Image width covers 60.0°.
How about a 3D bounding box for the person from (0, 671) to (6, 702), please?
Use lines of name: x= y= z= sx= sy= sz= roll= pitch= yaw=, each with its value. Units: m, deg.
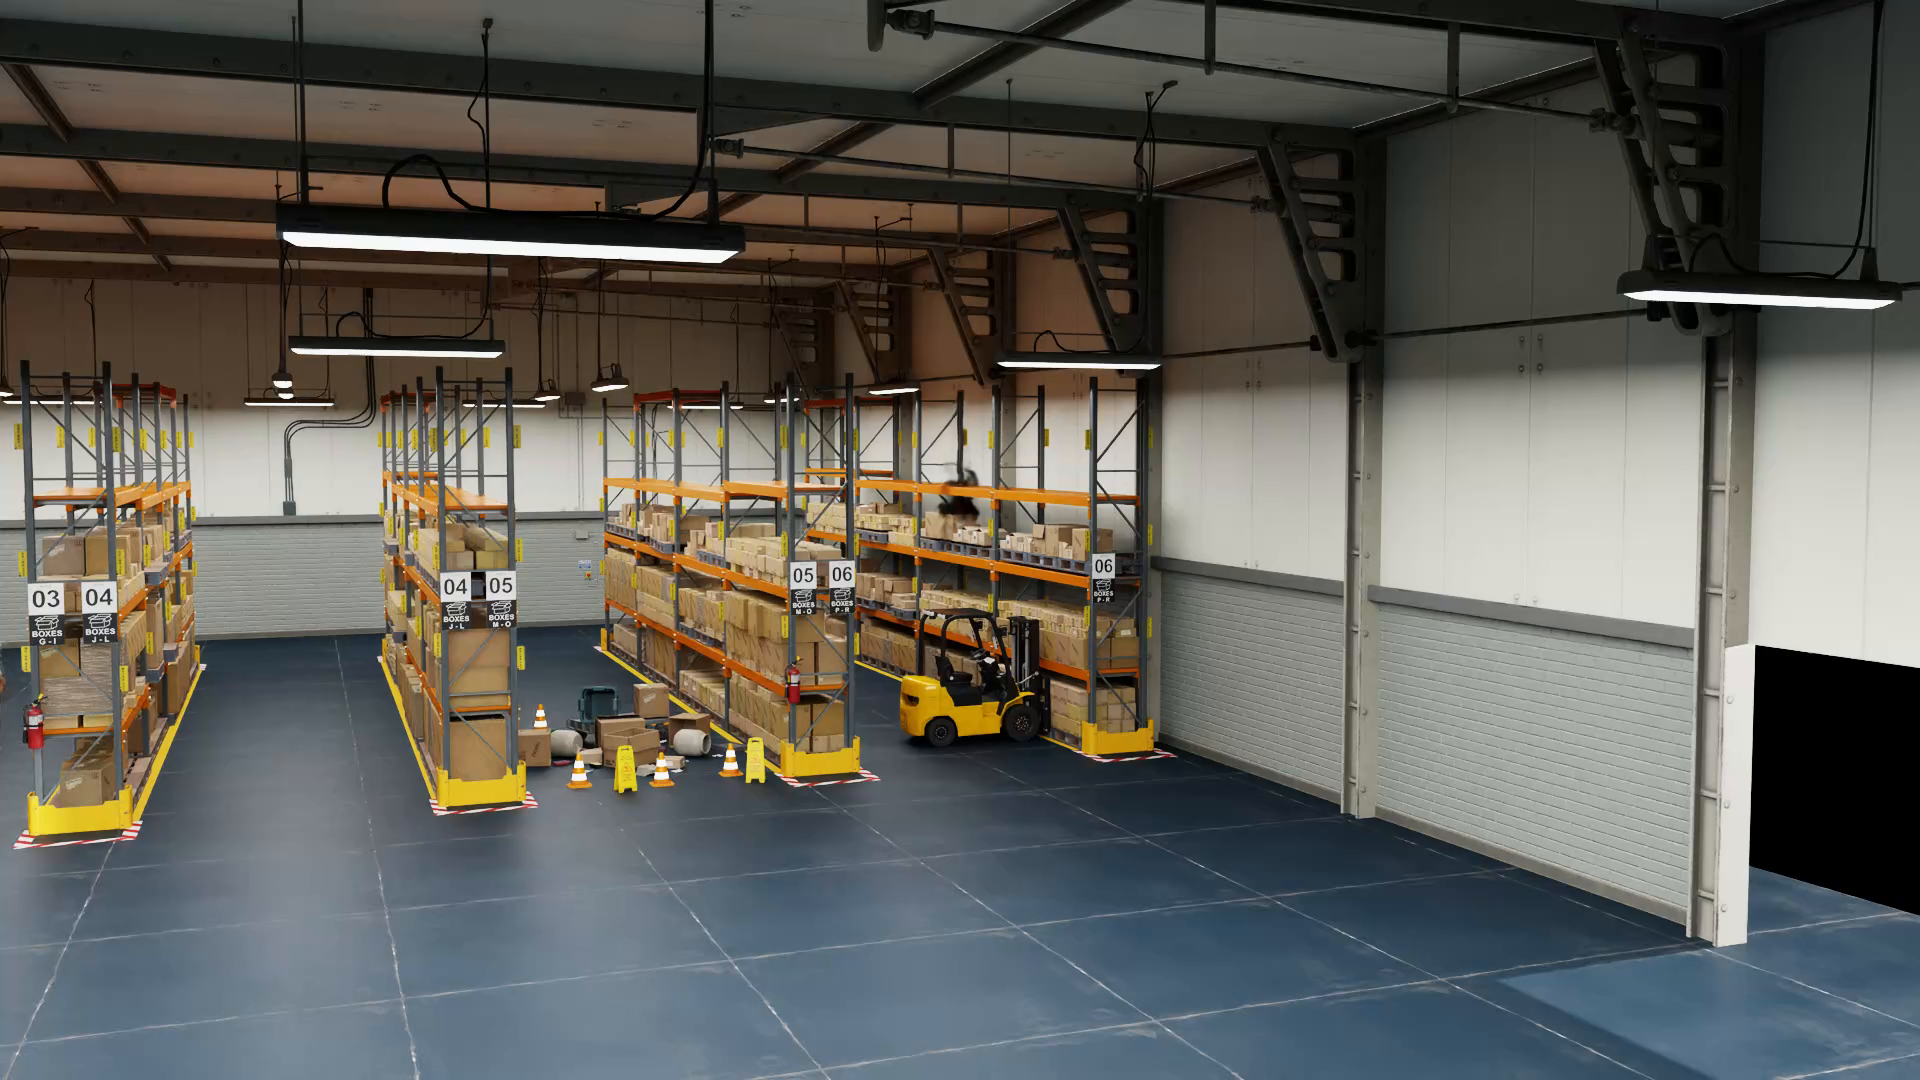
person: x=-15.614 y=2.610 z=26.611 sx=0.587 sy=1.656 sz=0.973 roll=-2 pitch=4 yaw=-25
